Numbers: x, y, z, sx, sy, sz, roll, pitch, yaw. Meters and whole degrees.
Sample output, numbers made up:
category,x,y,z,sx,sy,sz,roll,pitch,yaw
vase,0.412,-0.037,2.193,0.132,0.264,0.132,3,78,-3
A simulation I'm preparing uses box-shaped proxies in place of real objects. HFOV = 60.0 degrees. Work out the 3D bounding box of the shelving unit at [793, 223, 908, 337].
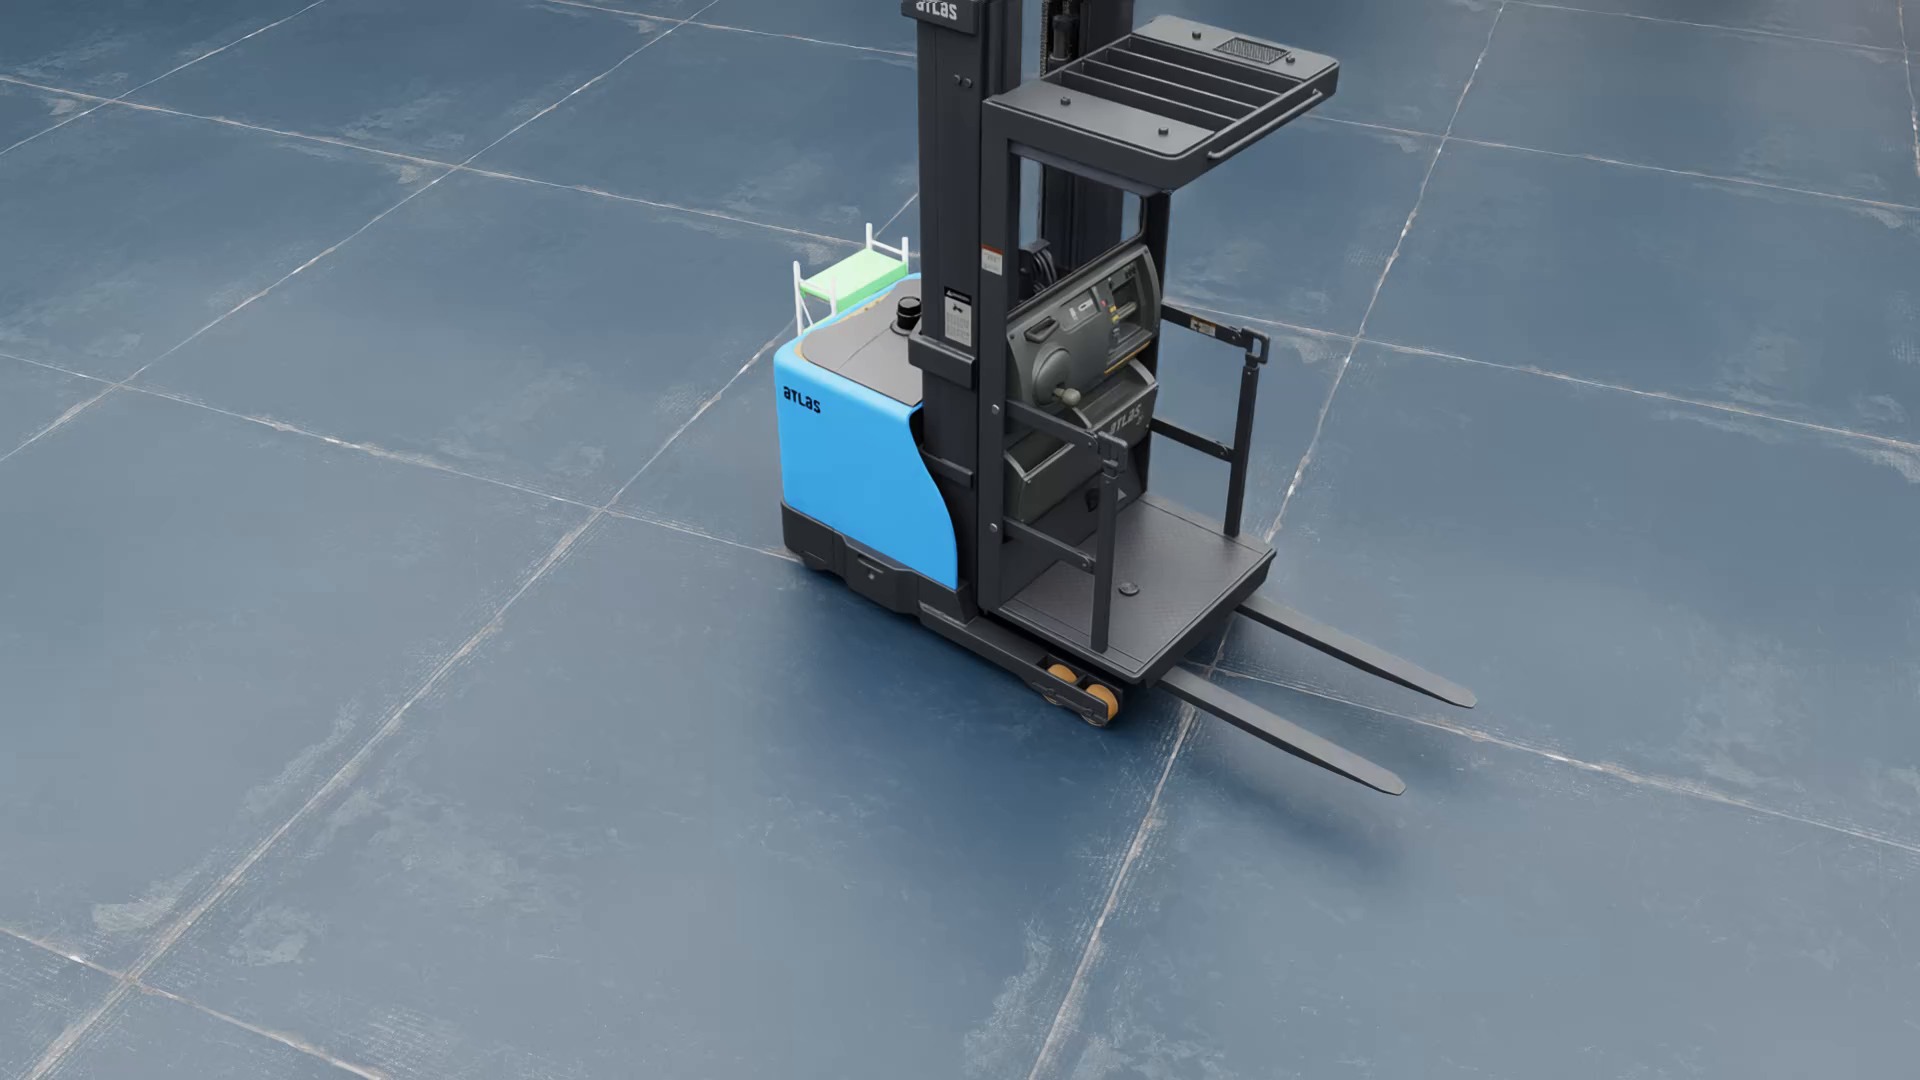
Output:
category,x,y,z,sx,sy,sz,roll,pitch,yaw
shelving unit,-0.489,-0.826,7.852,0.258,1.200,0.503,26,44,30

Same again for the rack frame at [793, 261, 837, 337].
category,x,y,z,sx,sy,sz,roll,pitch,yaw
rack frame,-0.643,-0.713,7.701,0.240,1.200,0.015,26,44,30

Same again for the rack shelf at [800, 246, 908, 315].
category,x,y,z,sx,sy,sz,roll,pitch,yaw
rack shelf,-0.490,-1.160,7.604,0.258,0.148,0.480,26,44,30

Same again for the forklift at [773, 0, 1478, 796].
category,x,y,z,sx,sy,sz,roll,pitch,yaw
forklift,0.654,-0.782,6.348,3.031,2.935,1.130,26,44,30

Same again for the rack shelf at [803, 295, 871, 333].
category,x,y,z,sx,sy,sz,roll,pitch,yaw
rack shelf,-0.489,-0.967,7.747,0.258,0.148,0.480,26,44,30

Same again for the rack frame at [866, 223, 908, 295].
category,x,y,z,sx,sy,sz,roll,pitch,yaw
rack frame,-0.335,-0.940,8.004,0.240,1.200,0.015,26,44,30
